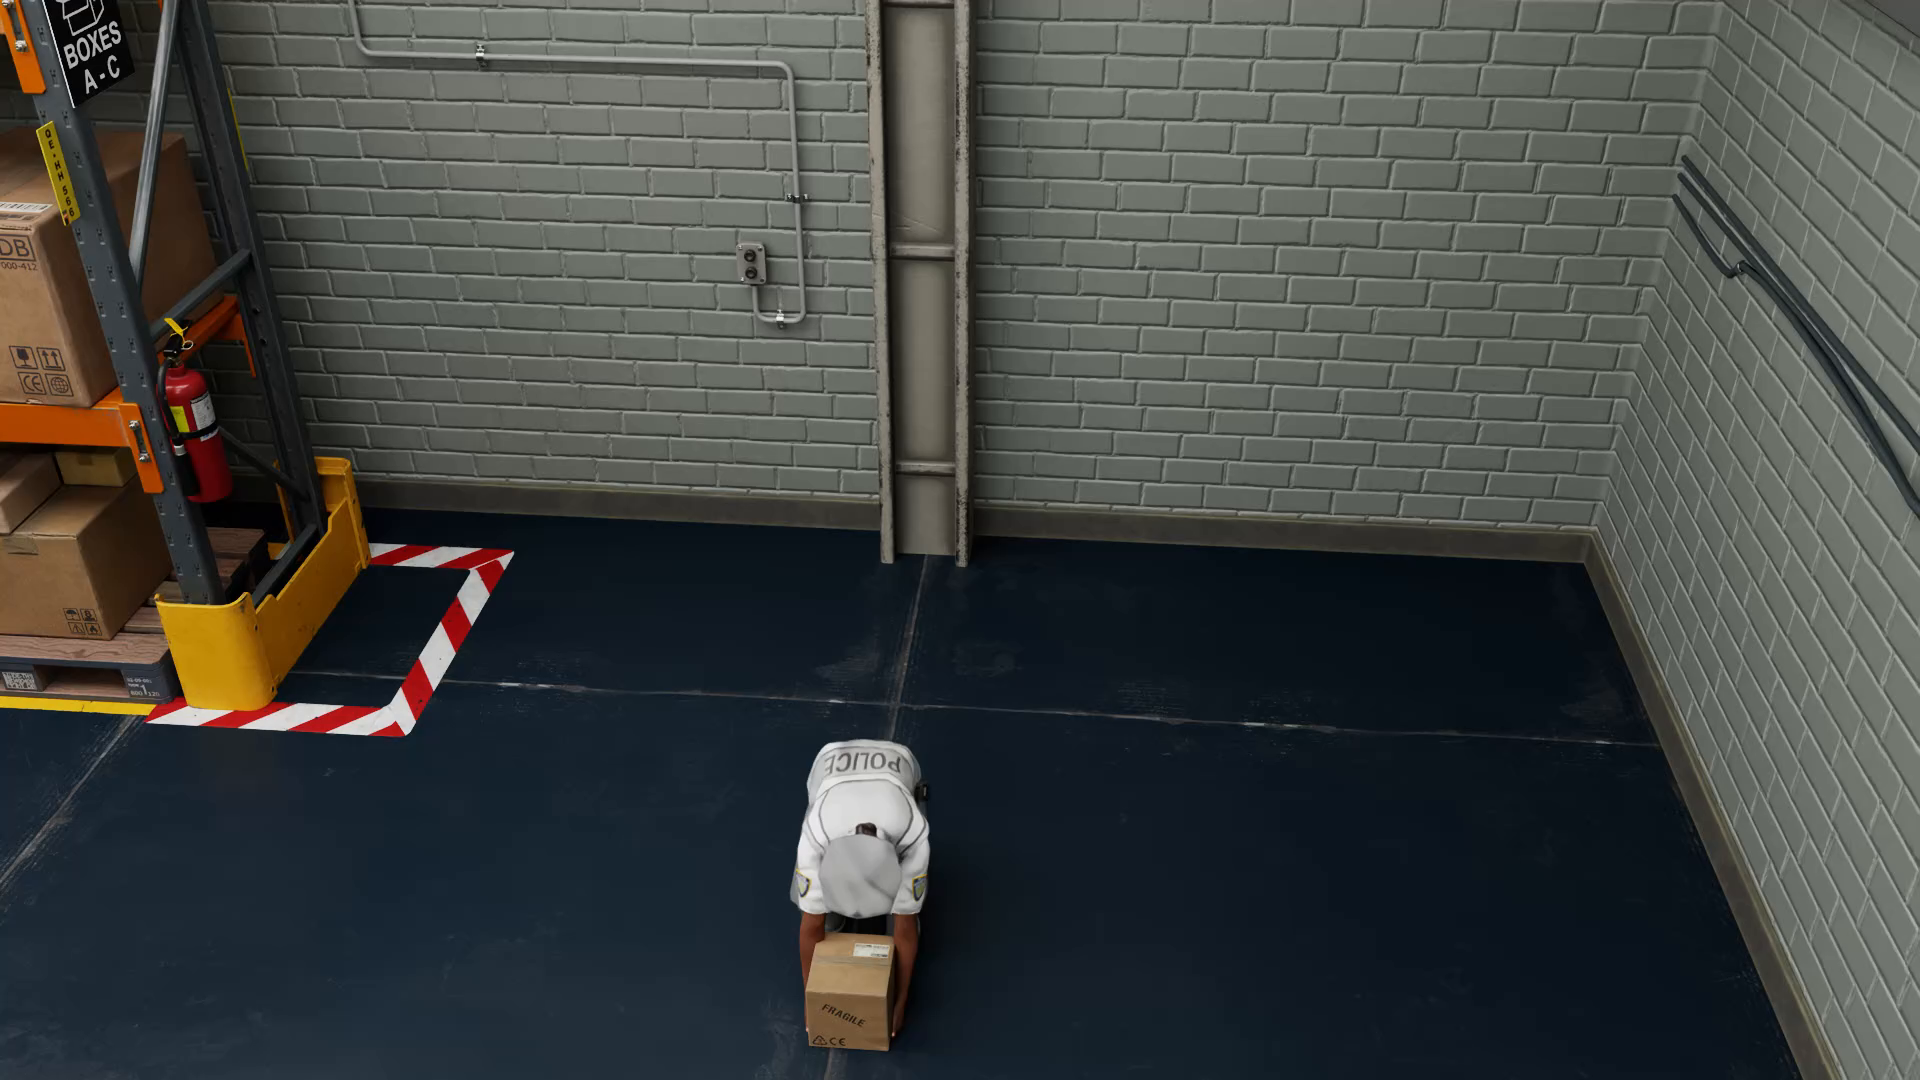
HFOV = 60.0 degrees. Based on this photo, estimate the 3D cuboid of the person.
[{"bbox_3d":[-0.316,1.049,5.346,0.457,0.808,0.909,2,32,3],"label":"person"}]
